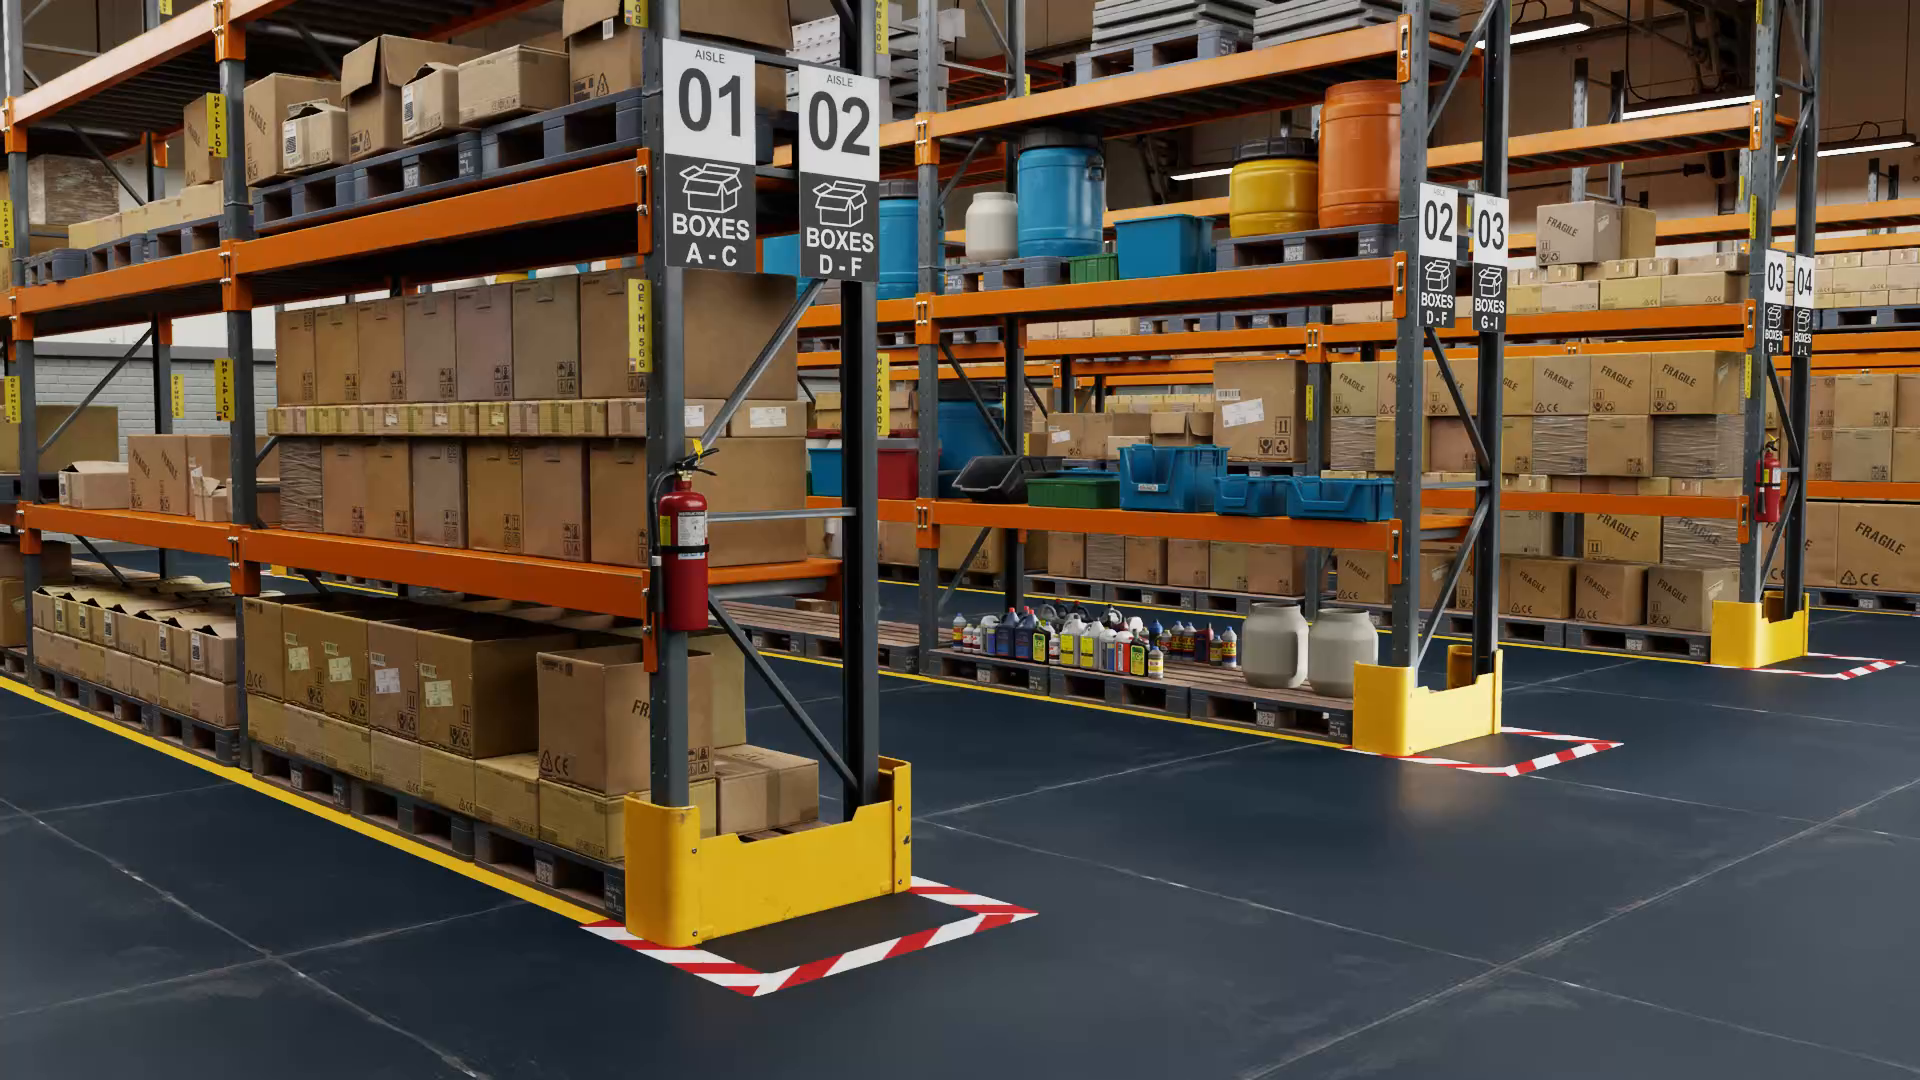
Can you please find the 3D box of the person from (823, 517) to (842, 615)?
[{"bbox_3d":[-1.021,-0.066,15.046,0.573,1.780,0.388,-3,5,-42],"label":"person"}]
